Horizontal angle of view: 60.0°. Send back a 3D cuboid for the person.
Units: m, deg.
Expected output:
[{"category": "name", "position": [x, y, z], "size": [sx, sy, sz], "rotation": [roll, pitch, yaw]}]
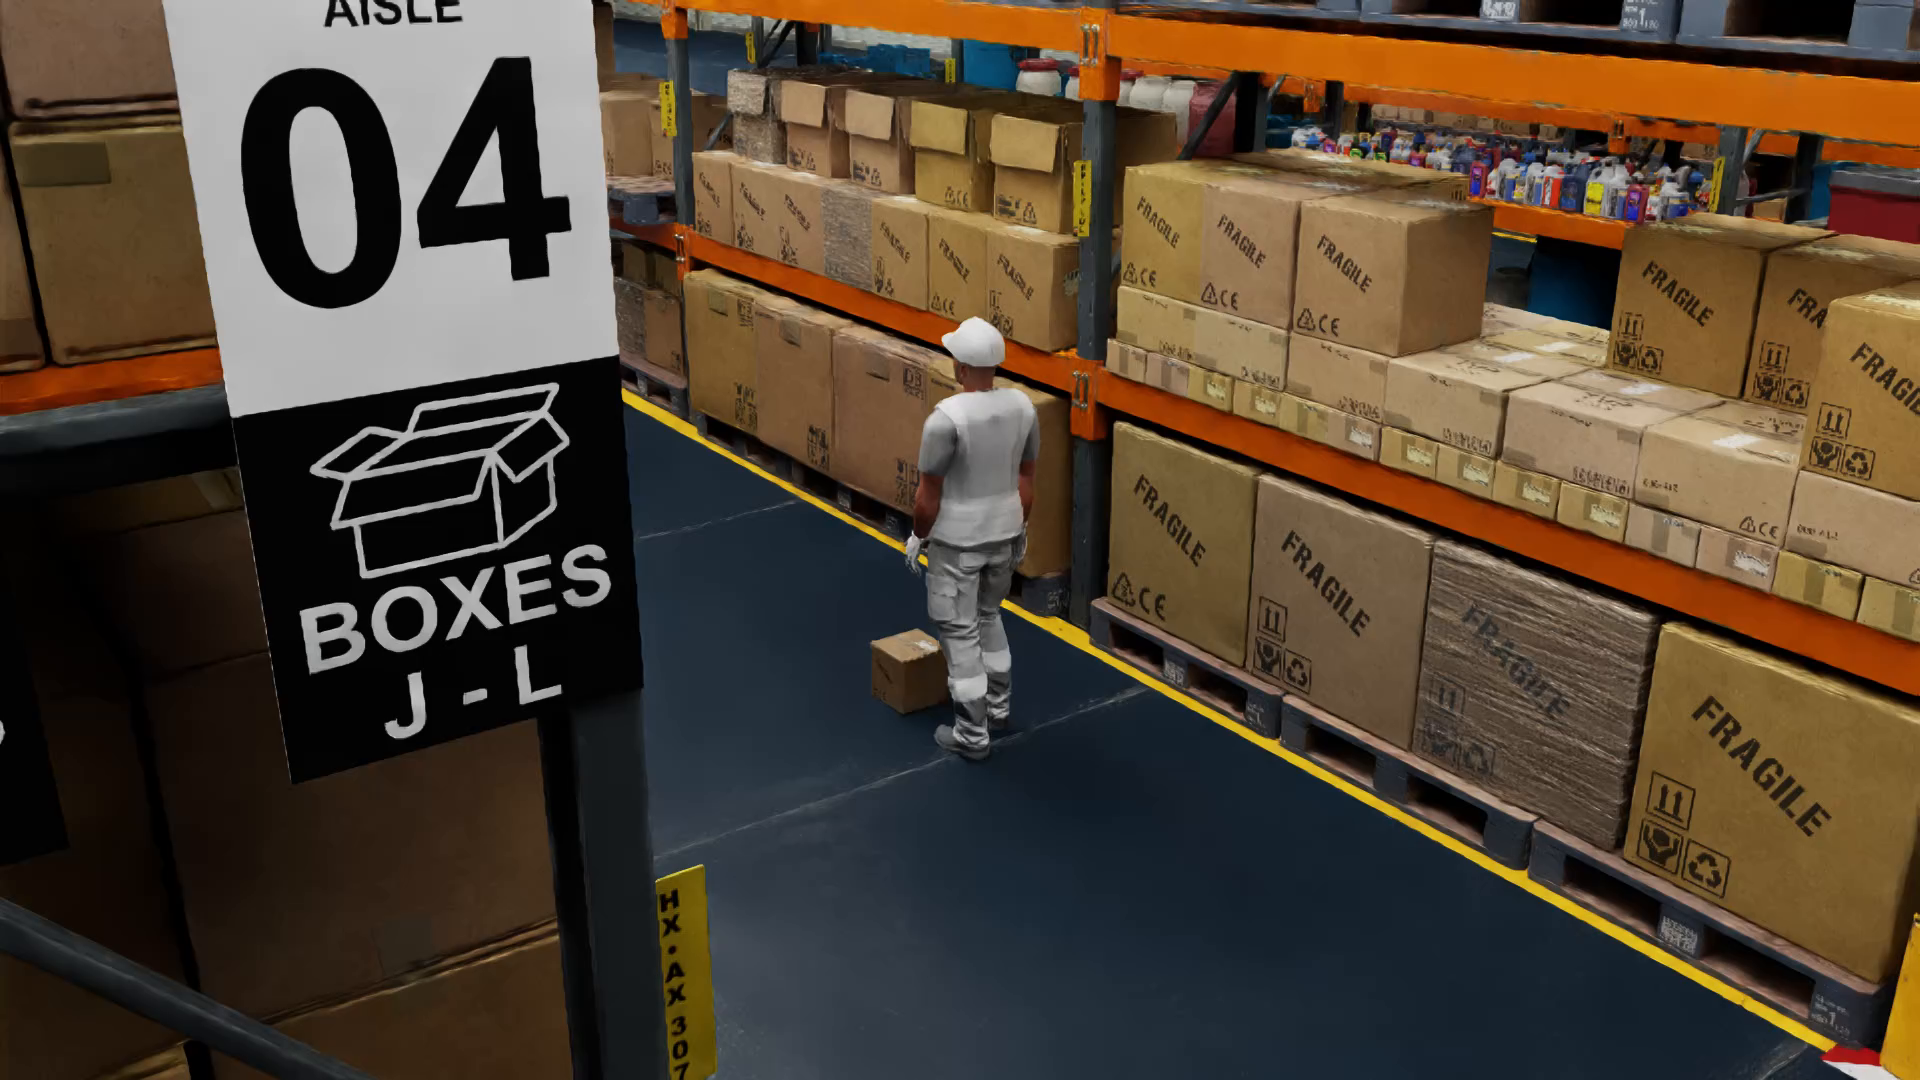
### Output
[{"category": "person", "position": [0.030, -0.019, 6.620], "size": [0.528, 1.788, 0.467], "rotation": [-14, 25, -32]}]
